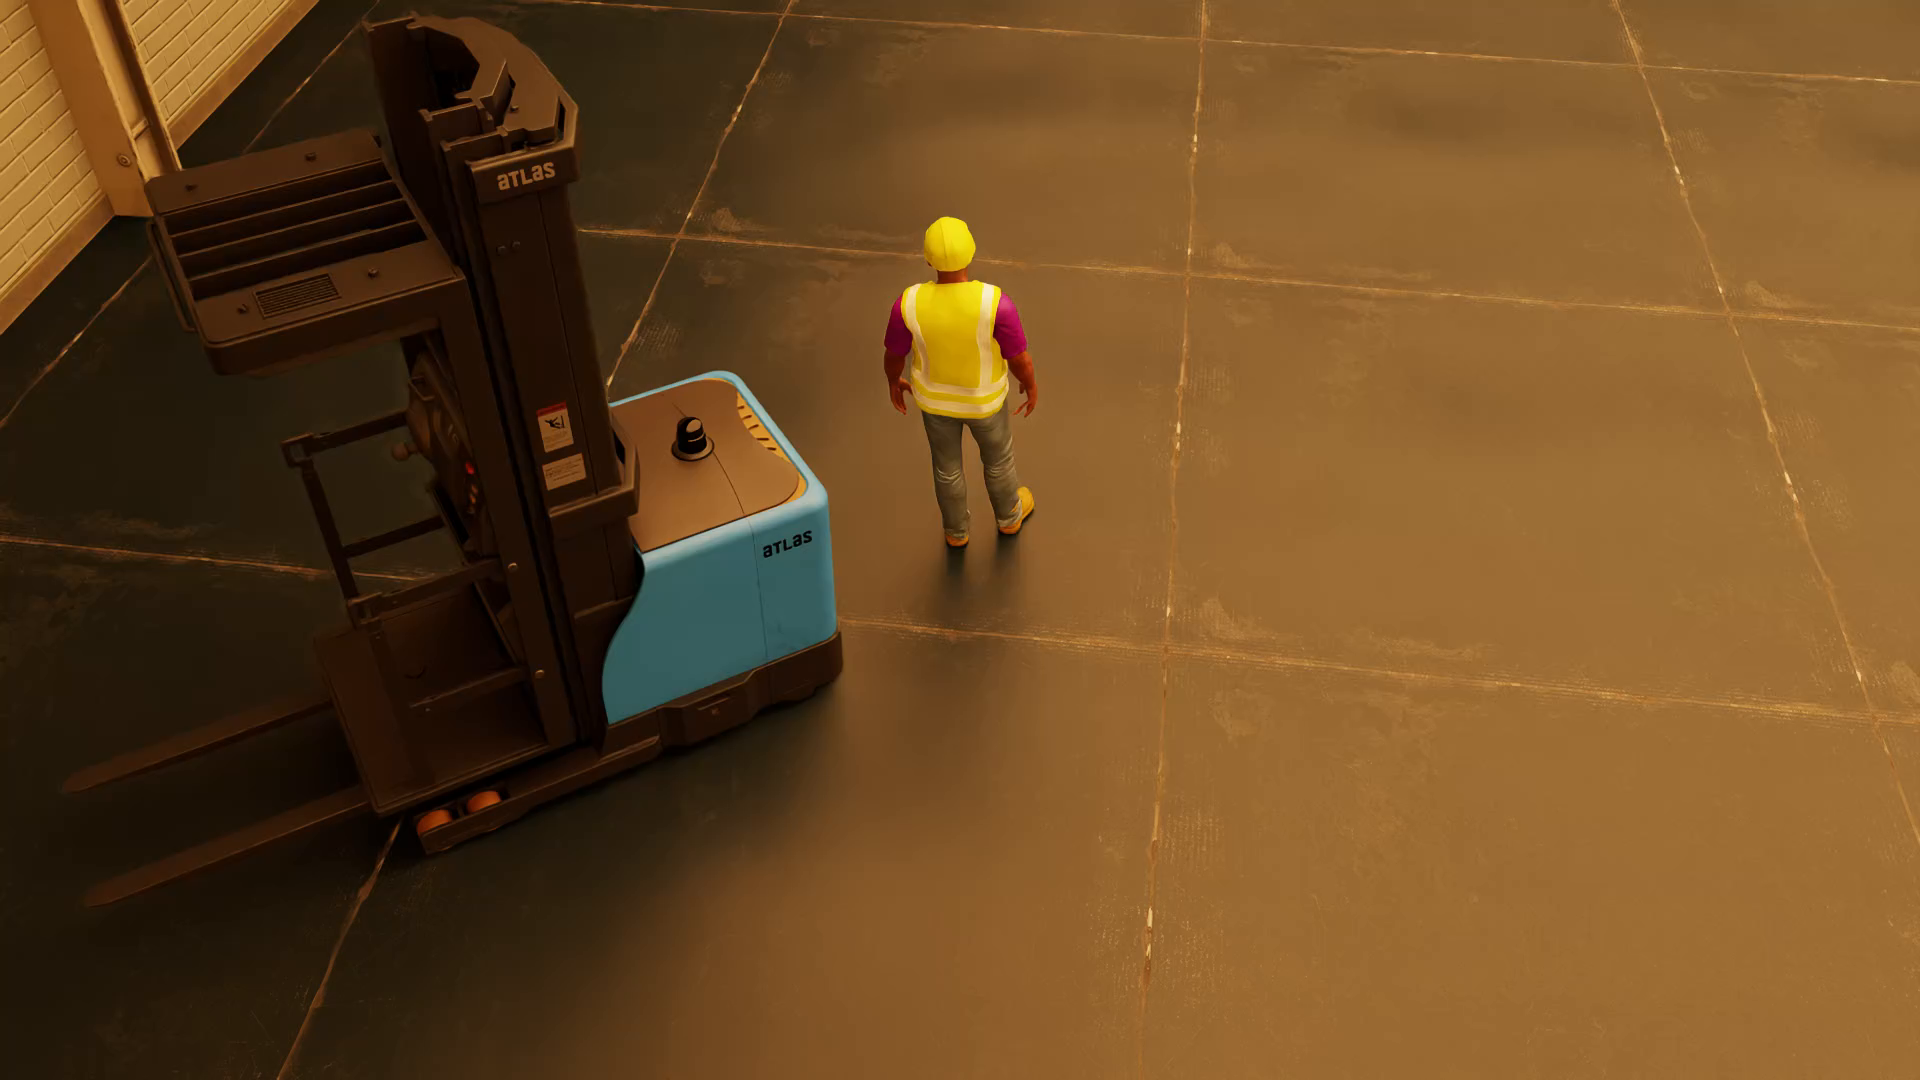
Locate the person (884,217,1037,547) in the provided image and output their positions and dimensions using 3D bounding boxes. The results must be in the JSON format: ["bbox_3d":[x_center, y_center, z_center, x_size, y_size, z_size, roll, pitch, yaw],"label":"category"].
[{"bbox_3d":[0.015,-0.702,7.339,0.665,1.766,0.576,5,43,6],"label":"person"}]

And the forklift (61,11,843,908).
[{"bbox_3d":[-2.045,-0.265,6.013,3.031,2.935,1.130,-21,46,-21],"label":"forklift"}]
